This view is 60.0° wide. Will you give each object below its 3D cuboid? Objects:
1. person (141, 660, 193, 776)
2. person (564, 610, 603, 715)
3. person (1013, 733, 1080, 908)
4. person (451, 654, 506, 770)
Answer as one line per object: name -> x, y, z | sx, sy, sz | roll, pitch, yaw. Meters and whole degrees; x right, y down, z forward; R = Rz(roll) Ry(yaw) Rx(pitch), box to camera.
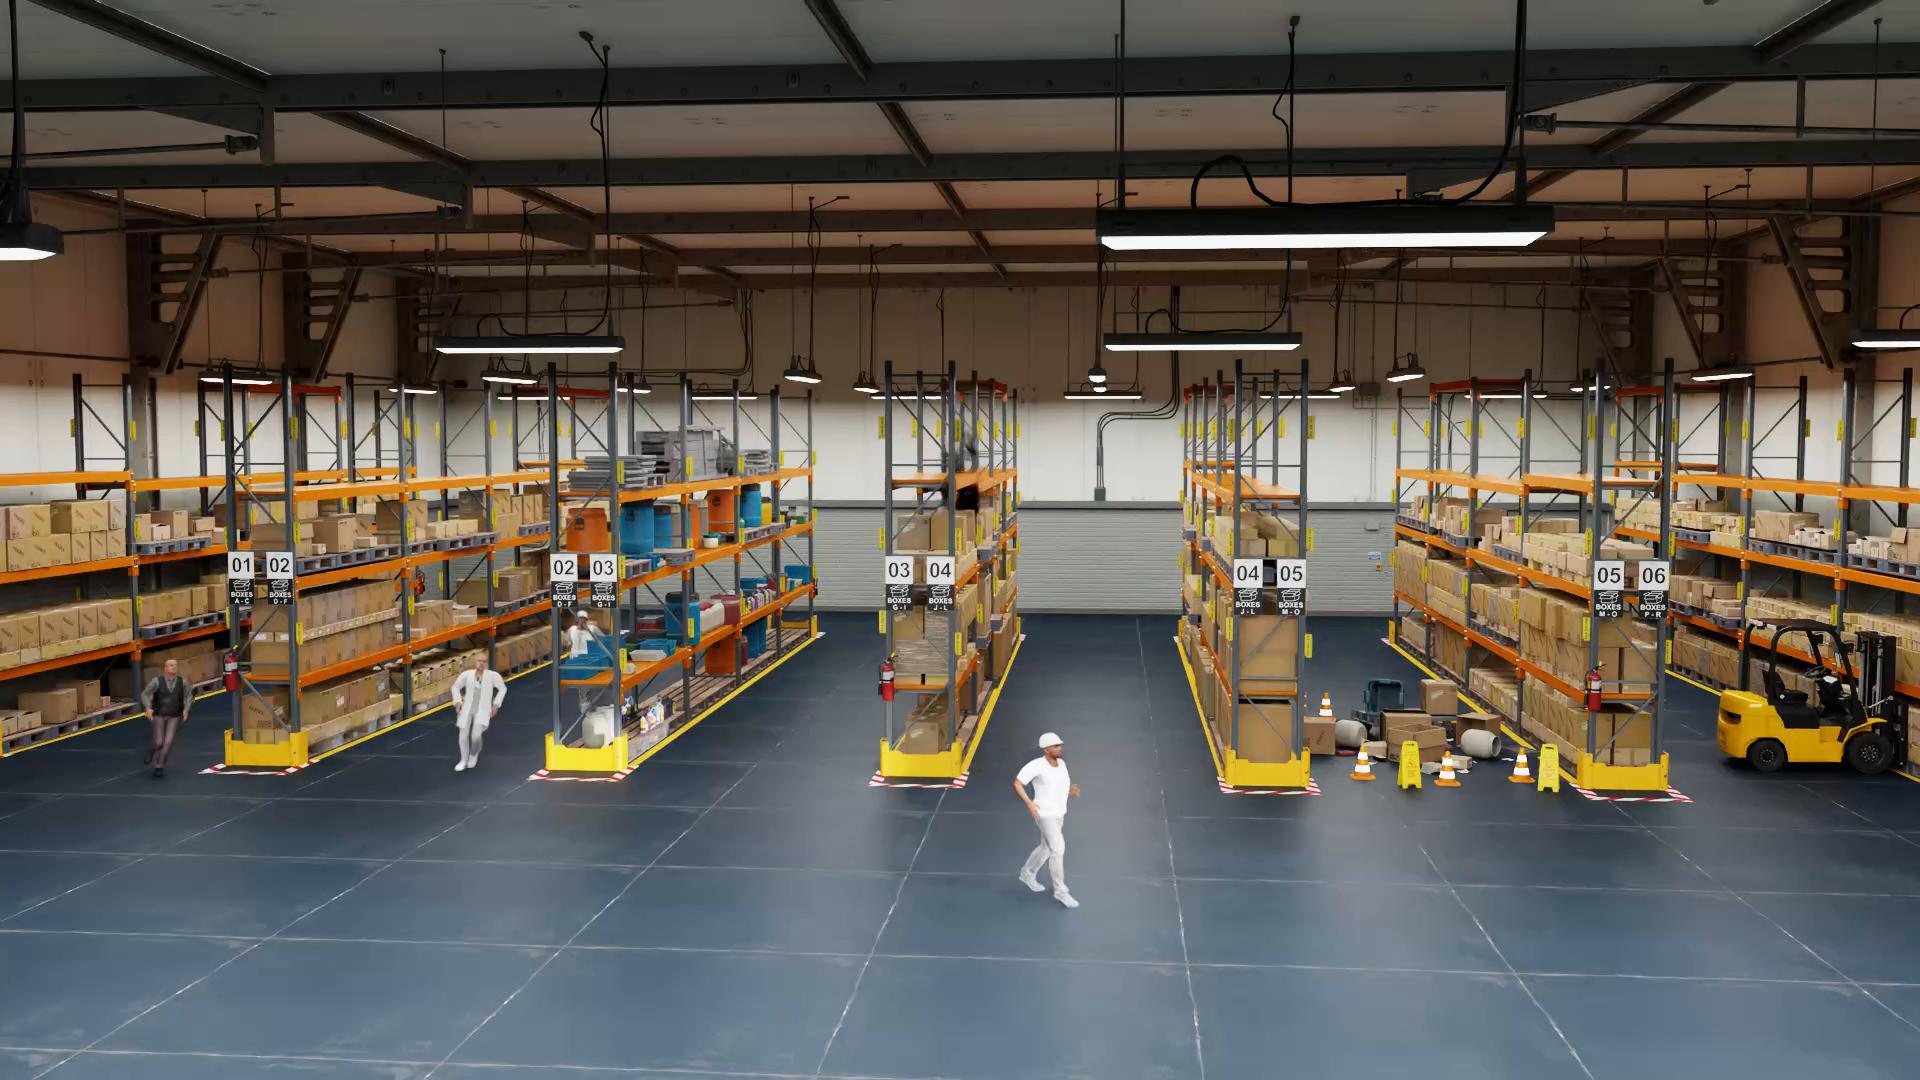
person -> -11.573, 2.577, 24.332 | 0.698, 1.652, 0.640 | -3, 5, -36
person -> -6.708, 2.168, 29.535 | 0.657, 1.841, 0.736 | 0, 4, 6
person -> 0.960, 2.938, 17.700 | 0.827, 1.793, 0.687 | 3, 5, 35
person -> -7.106, 2.534, 24.477 | 0.774, 1.715, 0.559 | 0, 4, -4
